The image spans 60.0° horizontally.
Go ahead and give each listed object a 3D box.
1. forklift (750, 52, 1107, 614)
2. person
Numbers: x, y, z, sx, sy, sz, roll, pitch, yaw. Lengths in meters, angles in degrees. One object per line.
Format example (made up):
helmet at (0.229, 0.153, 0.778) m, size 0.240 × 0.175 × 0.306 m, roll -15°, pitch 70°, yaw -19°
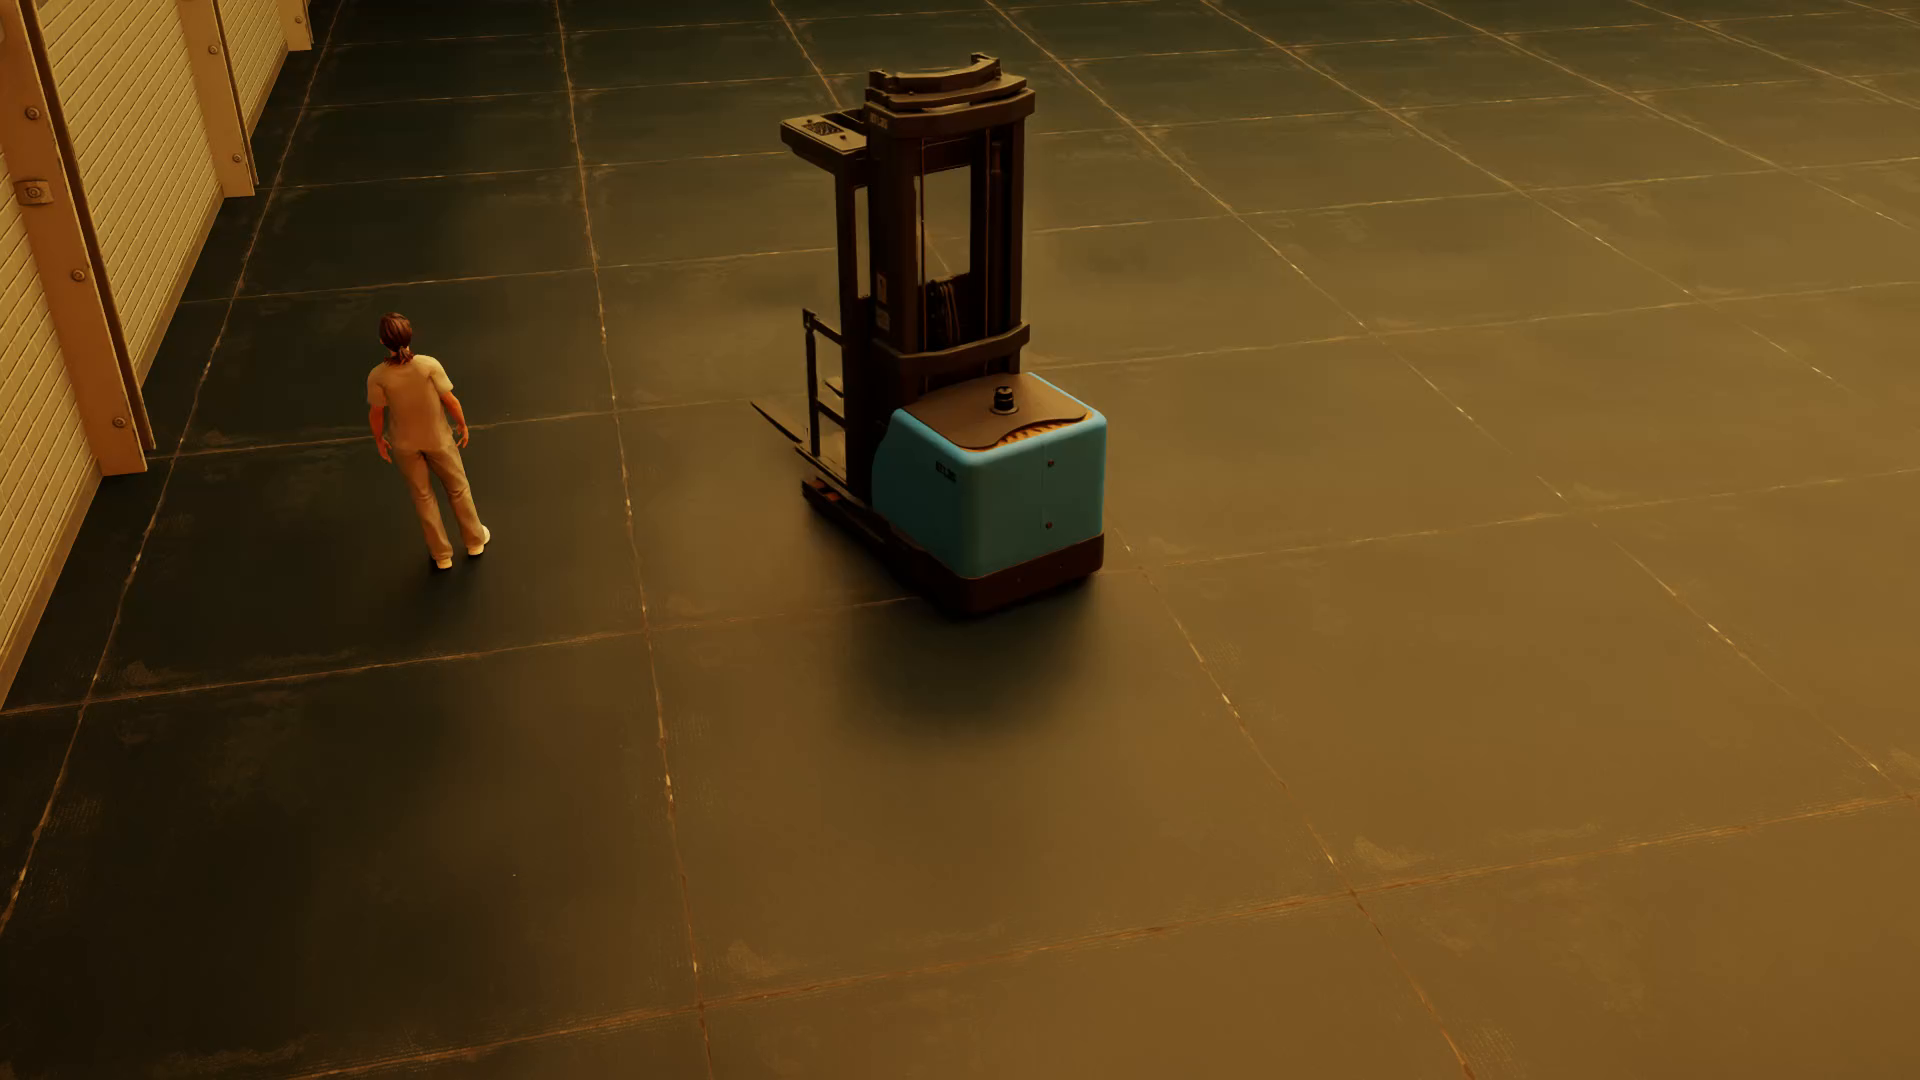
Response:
forklift at (-0.371, -1.533, 10.222) m, size 1.130 × 2.935 × 3.031 m, roll -19°, pitch 35°, yaw -29°
person at (-3.182, -0.610, 9.866) m, size 0.548 × 1.673 × 0.549 m, roll -8°, pitch 31°, yaw -13°
